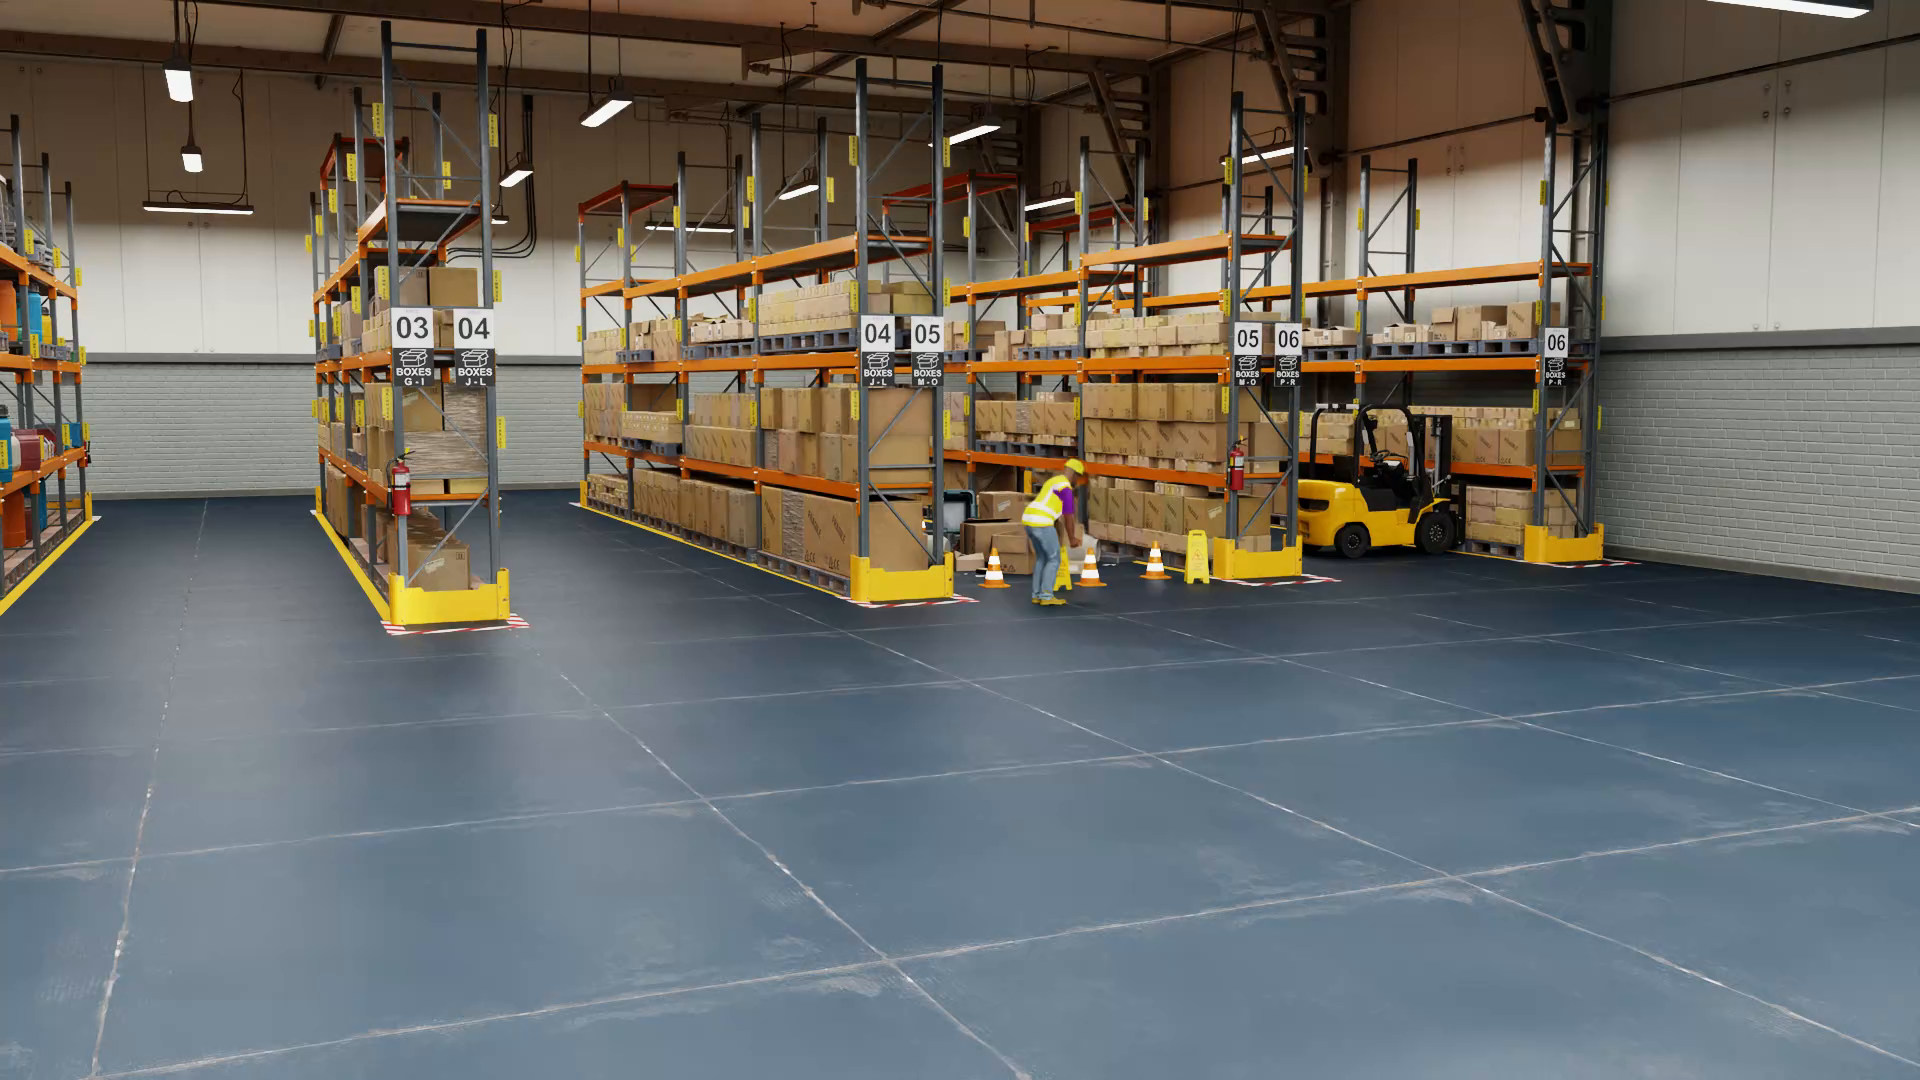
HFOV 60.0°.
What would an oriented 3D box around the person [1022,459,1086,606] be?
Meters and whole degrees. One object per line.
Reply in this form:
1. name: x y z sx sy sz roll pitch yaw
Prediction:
1. person: 1.058 -0.096 18.502 0.749 1.608 0.480 -2 6 -25
